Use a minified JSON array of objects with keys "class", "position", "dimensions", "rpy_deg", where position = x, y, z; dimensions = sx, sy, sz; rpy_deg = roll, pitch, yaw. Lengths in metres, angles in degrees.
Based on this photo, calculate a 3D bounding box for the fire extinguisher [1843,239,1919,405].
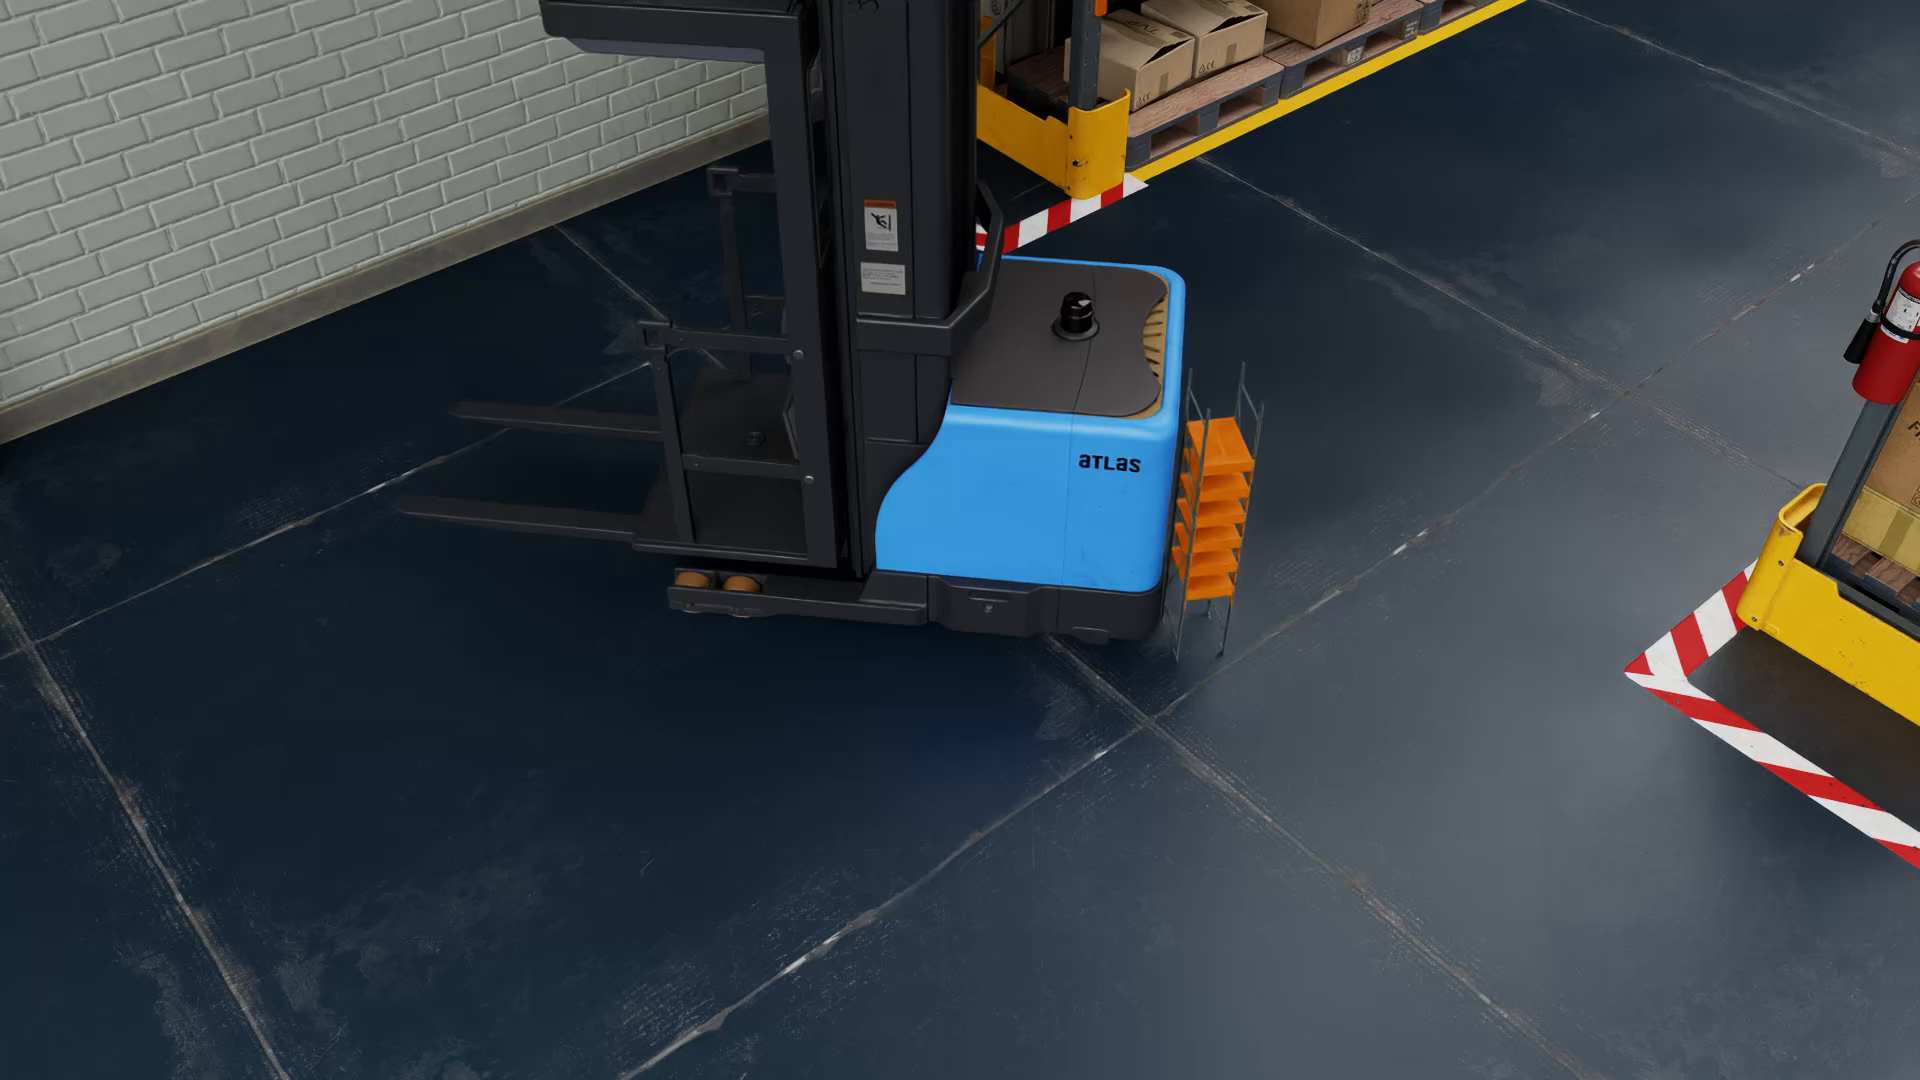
[{"class":"fire extinguisher","position":[3.118,-0.755,5.419],"dimensions":[0.183,0.674,0.296],"rpy_deg":[-30,51,-28]}]

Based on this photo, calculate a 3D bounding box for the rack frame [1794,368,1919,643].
[{"class":"rack frame","position":[3.507,-0.591,5.188],"dimensions":[0.127,3.000,1.000],"rpy_deg":[-30,51,-28]}]

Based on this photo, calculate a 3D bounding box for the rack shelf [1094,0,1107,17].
[{"class":"rack shelf","position":[1.860,-3.807,9.138],"dimensions":[4.000,0.370,1.077],"rpy_deg":[-30,51,-28]}]

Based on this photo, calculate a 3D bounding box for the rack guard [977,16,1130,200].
[{"class":"rack guard","position":[0.384,-2.313,8.847],"dimensions":[0.348,0.500,1.175],"rpy_deg":[-30,51,-28]}]

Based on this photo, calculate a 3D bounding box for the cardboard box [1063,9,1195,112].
[{"class":"cardboard box","position":[0.914,-2.627,8.999],"dimensions":[0.500,0.311,0.500],"rpy_deg":[33,52,30]}]

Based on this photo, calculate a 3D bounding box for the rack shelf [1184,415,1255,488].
[{"class":"rack shelf","position":[0.889,-0.307,5.739],"dimensions":[0.180,0.103,0.258],"rpy_deg":[-6,44,-7]}]

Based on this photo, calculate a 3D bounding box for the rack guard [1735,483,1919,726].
[{"class":"rack guard","position":[3.489,0.331,6.032],"dimensions":[0.348,0.500,1.175],"rpy_deg":[-30,51,-28]}]

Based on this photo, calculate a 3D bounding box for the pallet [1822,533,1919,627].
[{"class":"pallet","position":[4.067,0.068,6.524],"dimensions":[1.213,0.211,1.003],"rpy_deg":[-30,51,-28]}]

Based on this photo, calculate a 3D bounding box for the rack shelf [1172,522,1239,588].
[{"class":"rack shelf","position":[0.889,0.043,6.068],"dimensions":[0.180,0.103,0.258],"rpy_deg":[-6,44,-7]}]

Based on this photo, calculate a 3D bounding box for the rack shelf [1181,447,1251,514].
[{"class":"rack shelf","position":[0.889,-0.219,5.821],"dimensions":[0.180,0.103,0.258],"rpy_deg":[-6,44,-7]}]

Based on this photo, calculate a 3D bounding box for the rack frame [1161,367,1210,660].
[{"class":"rack frame","position":[0.799,-0.067,5.945],"dimensions":[0.006,1.200,0.240],"rpy_deg":[-6,44,-7]}]

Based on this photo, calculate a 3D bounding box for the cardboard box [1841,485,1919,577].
[{"class":"cardboard box","position":[3.729,-0.132,6.401],"dimensions":[0.500,0.250,0.500],"rpy_deg":[-30,51,-28]}]

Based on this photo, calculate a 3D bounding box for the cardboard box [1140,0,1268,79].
[{"class":"cardboard box","position":[1.352,-2.878,9.266],"dimensions":[0.500,0.311,0.500],"rpy_deg":[-26,49,-25]}]

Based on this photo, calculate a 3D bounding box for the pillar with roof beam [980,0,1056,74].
[{"class":"pillar with roof beam","position":[3.070,-3.878,4.306],"dimensions":[0.400,9.000,9.100],"rpy_deg":[-30,51,-28]}]

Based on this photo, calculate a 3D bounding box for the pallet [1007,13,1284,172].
[{"class":"pallet","position":[1.030,-2.546,9.306],"dimensions":[1.213,0.211,1.003],"rpy_deg":[-30,51,-28]}]

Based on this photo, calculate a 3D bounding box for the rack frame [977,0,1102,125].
[{"class":"rack frame","position":[0.326,-3.190,7.956],"dimensions":[0.127,3.000,1.000],"rpy_deg":[-30,51,-28]}]

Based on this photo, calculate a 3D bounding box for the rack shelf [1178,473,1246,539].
[{"class":"rack shelf","position":[0.889,-0.132,5.904],"dimensions":[0.180,0.103,0.258],"rpy_deg":[-6,44,-7]}]

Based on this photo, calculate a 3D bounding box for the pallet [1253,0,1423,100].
[{"class":"pallet","position":[1.965,-3.079,9.874],"dimensions":[1.213,0.211,1.003],"rpy_deg":[-30,51,-28]}]

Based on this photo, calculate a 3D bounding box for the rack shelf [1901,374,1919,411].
[{"class":"rack shelf","position":[5.041,-1.207,6.370],"dimensions":[4.000,0.370,1.077],"rpy_deg":[-30,51,-28]}]

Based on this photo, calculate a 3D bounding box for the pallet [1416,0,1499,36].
[{"class":"pallet","position":[2.902,-3.617,10.447],"dimensions":[1.213,0.211,1.003],"rpy_deg":[-30,51,-28]}]

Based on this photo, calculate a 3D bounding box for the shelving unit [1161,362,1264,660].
[{"class":"shelving unit","position":[0.889,-0.077,5.955],"dimensions":[0.189,1.200,0.258],"rpy_deg":[-6,44,-7]}]

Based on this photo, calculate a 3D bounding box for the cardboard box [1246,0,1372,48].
[{"class":"cardboard box","position":[1.947,-3.243,9.516],"dimensions":[0.500,0.500,0.700],"rpy_deg":[-33,52,-30]}]

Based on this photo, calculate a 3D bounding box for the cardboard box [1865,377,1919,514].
[{"class":"cardboard box","position":[3.728,-0.407,6.146],"dimensions":[0.500,0.500,0.500],"rpy_deg":[-30,51,-28]}]

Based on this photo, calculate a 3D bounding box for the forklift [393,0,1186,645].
[{"class":"forklift","position":[-0.694,-1.121,5.803],"dimensions":[3.031,2.935,1.130],"rpy_deg":[5,43,5]}]

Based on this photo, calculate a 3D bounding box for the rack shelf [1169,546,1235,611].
[{"class":"rack shelf","position":[0.889,0.130,6.150],"dimensions":[0.180,0.103,0.258],"rpy_deg":[-6,44,-7]}]

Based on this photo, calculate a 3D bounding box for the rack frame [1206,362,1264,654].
[{"class":"rack frame","position":[0.980,-0.087,5.966],"dimensions":[0.006,1.200,0.240],"rpy_deg":[-6,44,-7]}]

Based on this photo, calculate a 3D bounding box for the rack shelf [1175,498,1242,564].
[{"class":"rack shelf","position":[0.889,-0.044,5.986],"dimensions":[0.180,0.103,0.258],"rpy_deg":[-6,44,-7]}]
